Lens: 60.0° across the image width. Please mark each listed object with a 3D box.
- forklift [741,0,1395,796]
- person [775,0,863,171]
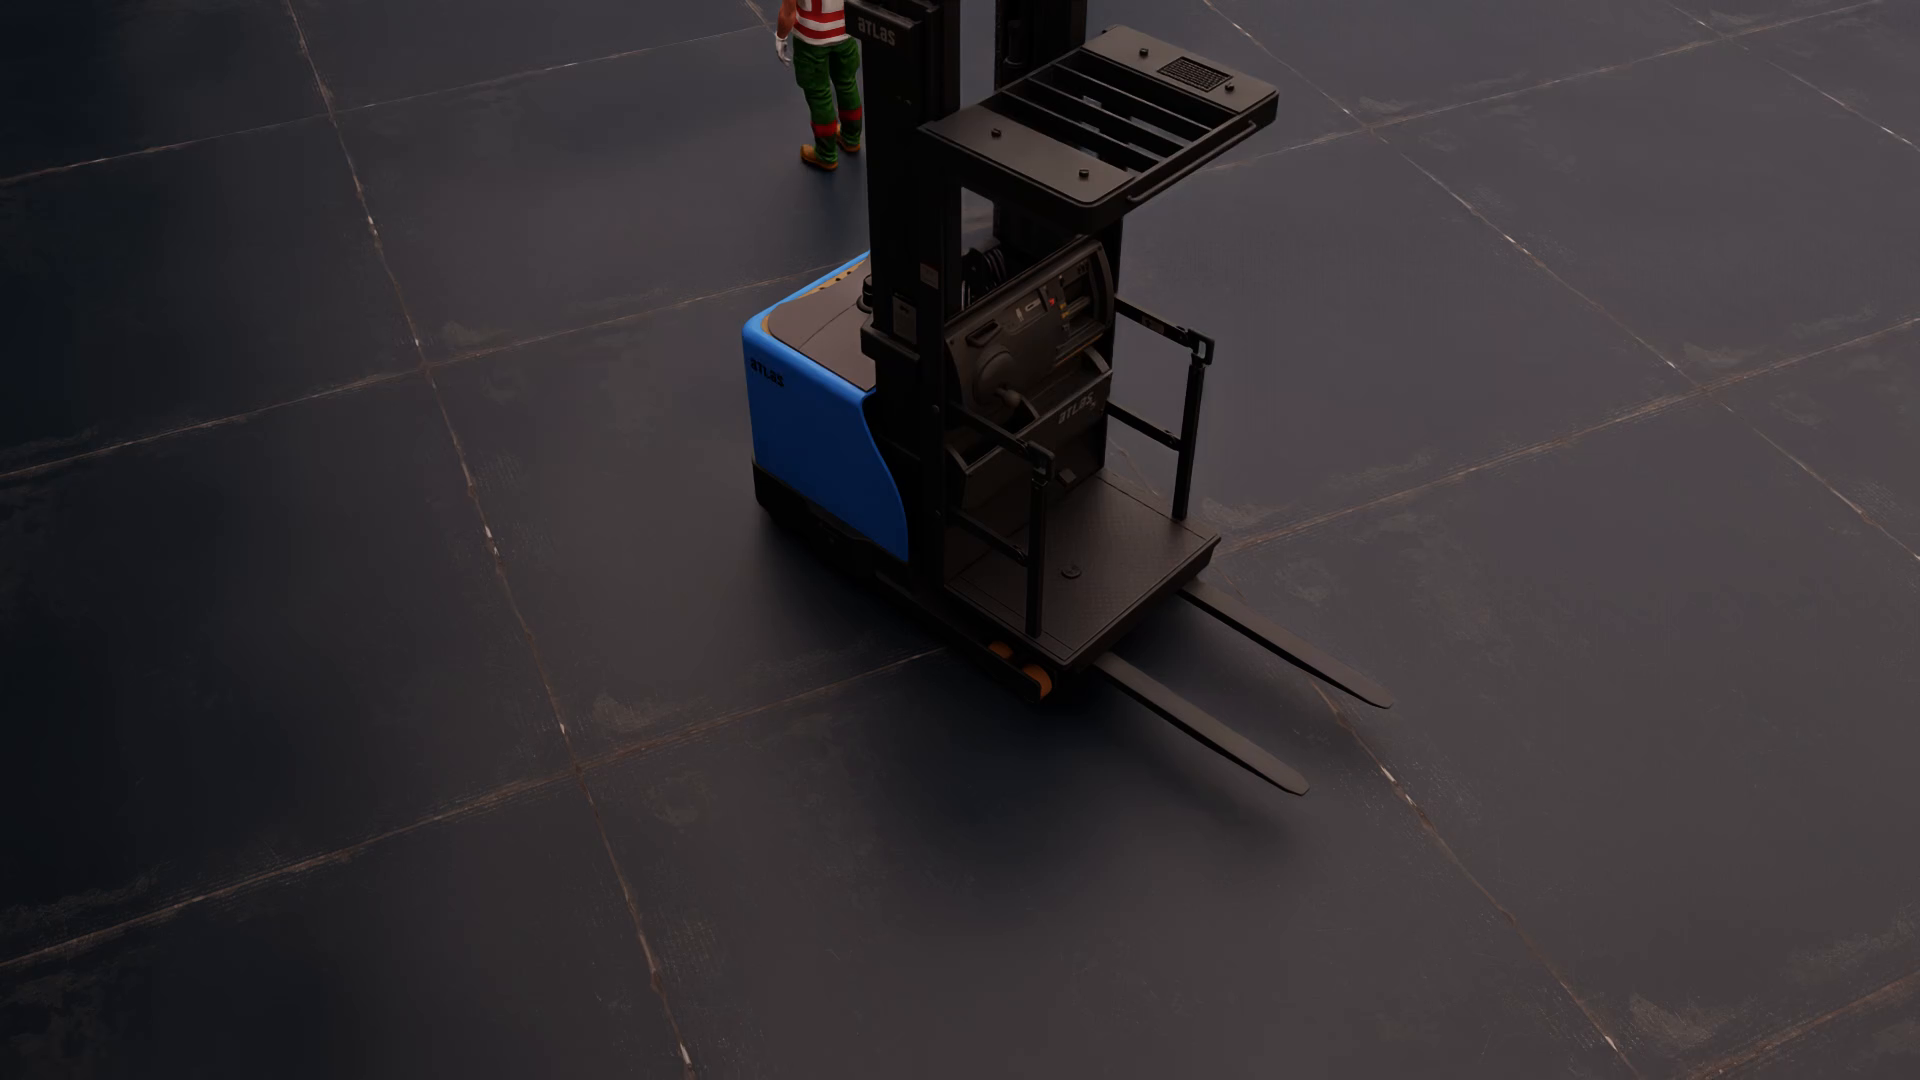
[{"bbox_3d":[0.445,-0.788,6.525,3.031,2.935,1.130,32,52,30],"label":"forklift"},{"bbox_3d":[-0.829,-3.012,9.737,0.637,1.790,0.552,-25,49,-24],"label":"person"}]
